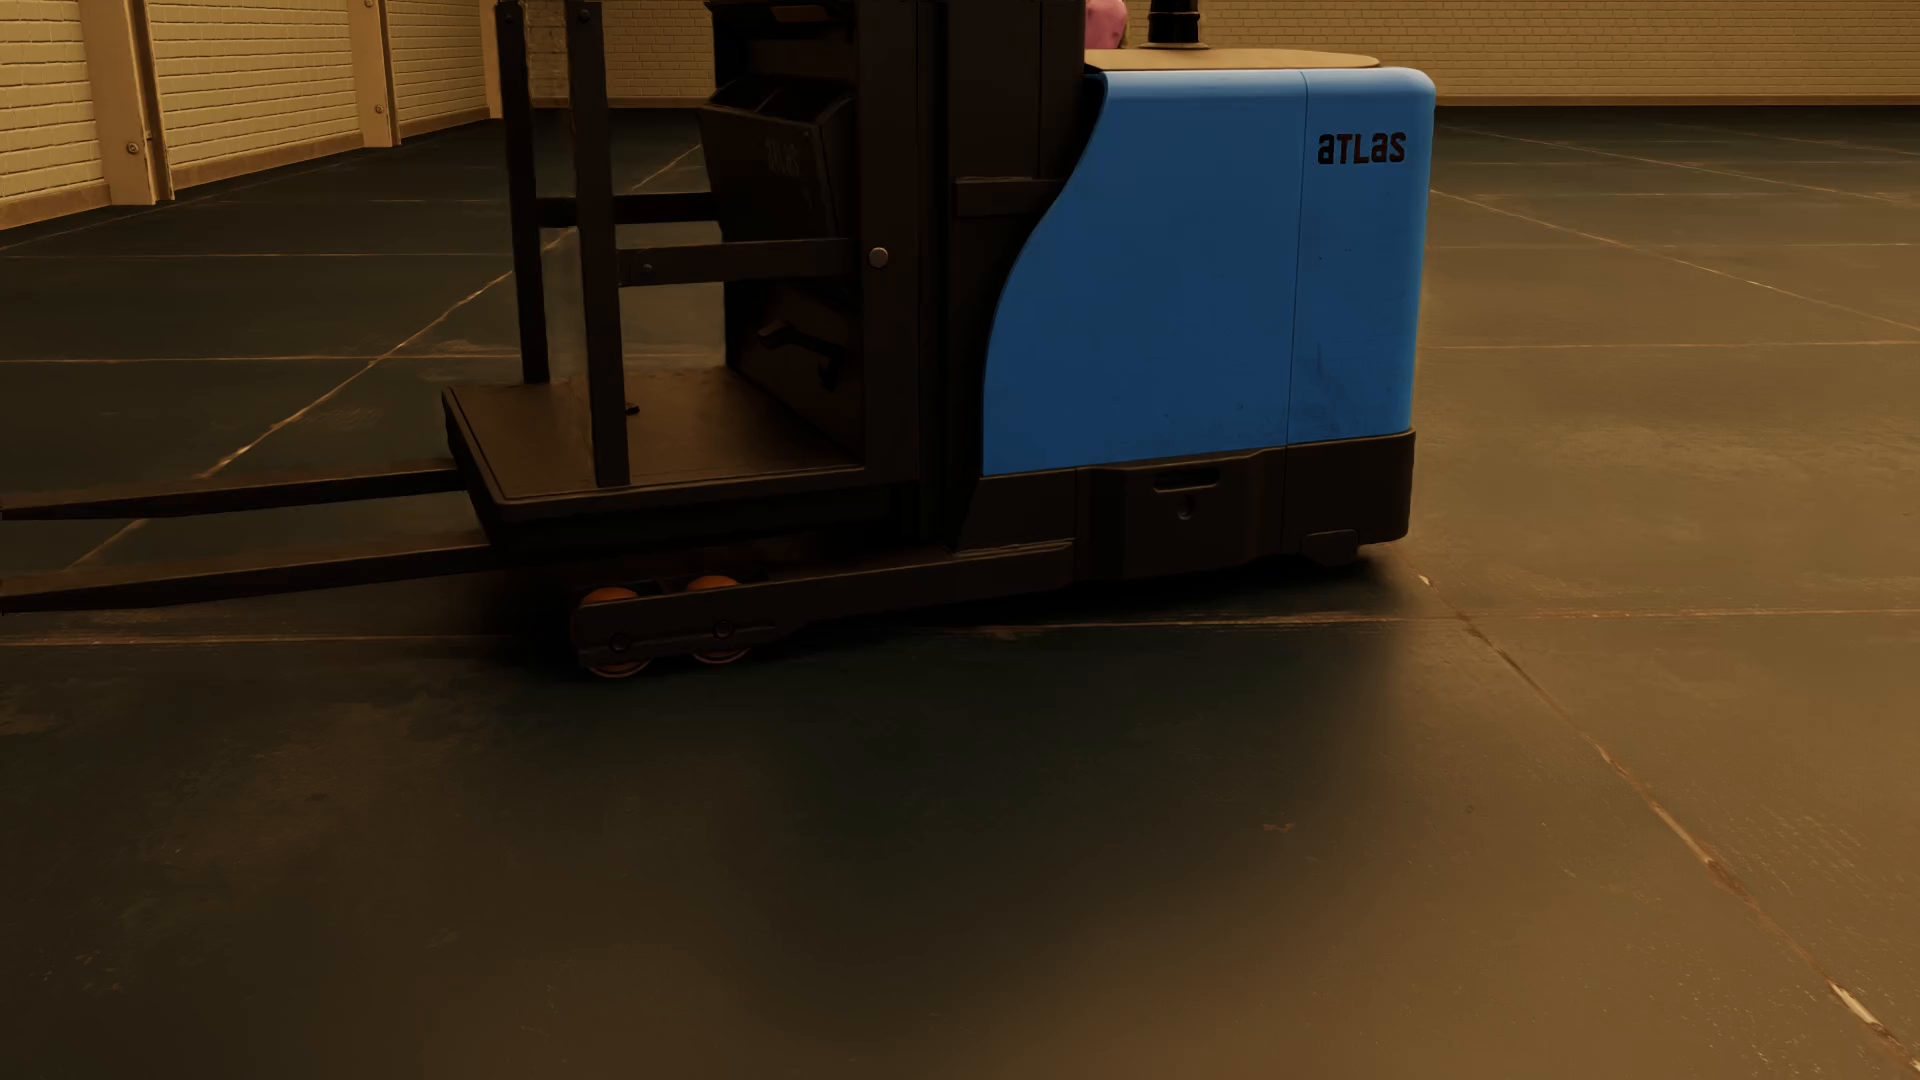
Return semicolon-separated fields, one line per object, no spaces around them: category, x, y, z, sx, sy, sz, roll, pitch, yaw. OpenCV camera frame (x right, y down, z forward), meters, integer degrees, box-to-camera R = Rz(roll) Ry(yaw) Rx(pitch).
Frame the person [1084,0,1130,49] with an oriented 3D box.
person;0.453;-1.609;6.611;0.433;1.535;0.838;1;17;5

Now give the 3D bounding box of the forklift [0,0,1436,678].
forklift;-0.564;-1.320;3.223;3.031;2.935;1.130;-7;18;-21
